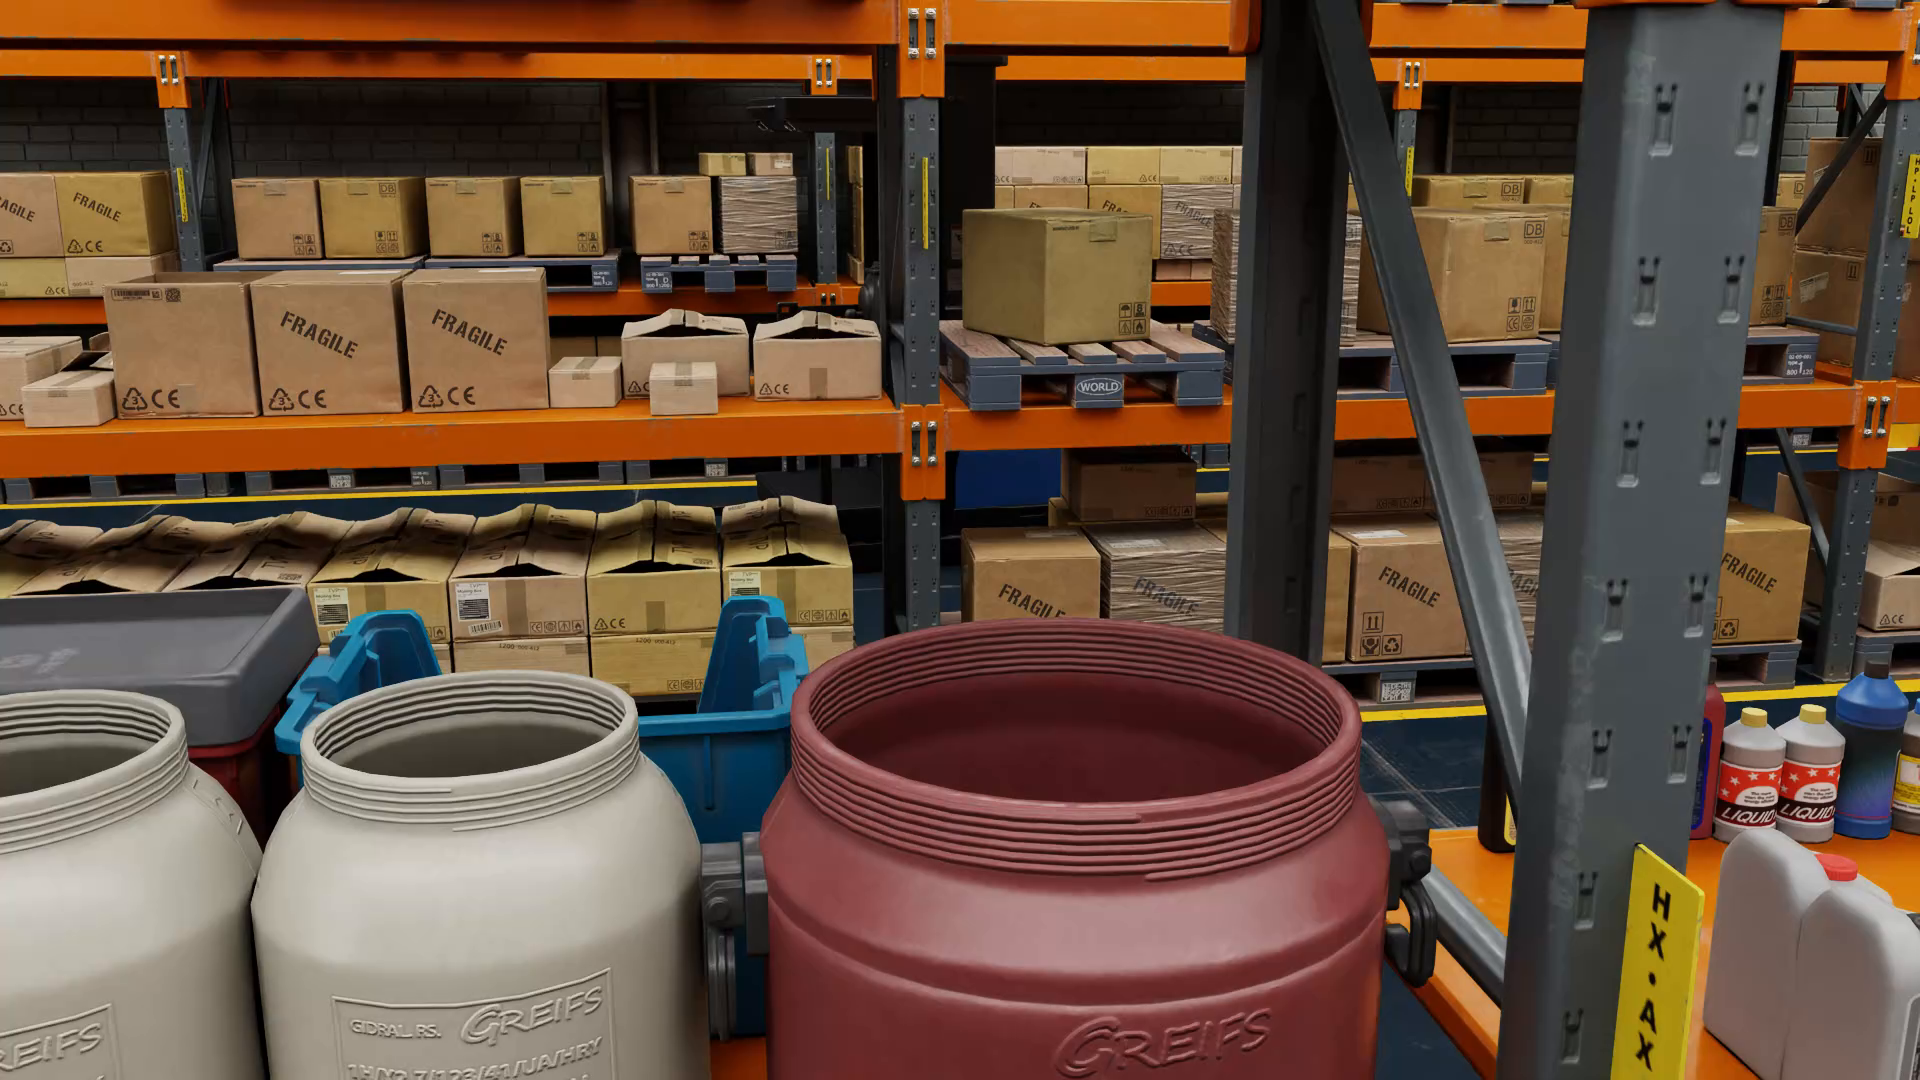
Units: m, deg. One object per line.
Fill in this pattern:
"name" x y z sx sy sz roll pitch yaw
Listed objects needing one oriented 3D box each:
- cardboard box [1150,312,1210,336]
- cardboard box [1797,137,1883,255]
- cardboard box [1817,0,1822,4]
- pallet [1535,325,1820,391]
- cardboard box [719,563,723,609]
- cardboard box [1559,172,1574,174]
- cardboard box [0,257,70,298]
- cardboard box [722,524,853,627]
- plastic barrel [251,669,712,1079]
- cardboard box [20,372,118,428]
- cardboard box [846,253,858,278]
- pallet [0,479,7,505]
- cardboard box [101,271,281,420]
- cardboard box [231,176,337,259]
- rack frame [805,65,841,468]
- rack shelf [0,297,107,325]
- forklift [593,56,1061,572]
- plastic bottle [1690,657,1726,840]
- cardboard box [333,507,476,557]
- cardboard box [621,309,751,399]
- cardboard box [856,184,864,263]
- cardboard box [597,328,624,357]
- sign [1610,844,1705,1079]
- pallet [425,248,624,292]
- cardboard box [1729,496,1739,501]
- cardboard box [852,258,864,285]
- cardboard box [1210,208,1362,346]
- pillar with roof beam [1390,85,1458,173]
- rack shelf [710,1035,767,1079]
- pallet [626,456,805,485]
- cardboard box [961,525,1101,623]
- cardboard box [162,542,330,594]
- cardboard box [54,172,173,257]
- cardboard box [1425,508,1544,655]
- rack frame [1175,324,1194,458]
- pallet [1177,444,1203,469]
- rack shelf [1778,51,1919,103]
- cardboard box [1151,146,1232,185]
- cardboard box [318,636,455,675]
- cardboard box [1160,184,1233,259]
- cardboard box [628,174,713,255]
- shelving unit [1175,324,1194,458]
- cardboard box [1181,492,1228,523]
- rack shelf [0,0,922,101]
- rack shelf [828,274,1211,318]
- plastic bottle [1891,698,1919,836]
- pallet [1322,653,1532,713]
"cardboard box" 1.499 -1.215 11.956 0.750 0.750 0.750 -2 14 -7
"cardboard box" 4.204 -1.564 7.533 0.500 0.500 0.500 -2 14 -8
"cardboard box" 5.757 -3.812 11.827 0.500 0.250 0.500 -3 14 -10
"pallet" 2.936 -0.855 7.358 1.213 0.211 1.003 -2 14 -8
"cardboard box" -1.272 0.291 7.183 0.500 0.250 0.500 -3 14 -10
"cardboard box" 4.980 -2.357 12.337 0.700 0.700 0.980 -3 14 -11
"cardboard box" -5.827 -1.683 10.532 0.500 0.250 0.500 -2 14 -8
"cardboard box" -0.695 0.131 6.670 0.500 0.311 0.500 -2 14 -7
"plastic barrel" -0.464 0.421 1.649 0.421 0.512 0.421 0 14 0
"cardboard box" -3.262 -0.522 6.152 0.250 0.149 0.380 -2 14 -8
"cardboard box" -0.671 -1.958 11.839 0.250 0.149 0.380 -2 14 -7
"pallet" -6.778 -0.422 10.969 1.213 0.211 1.003 -2 14 -8
"cardboard box" -2.886 -0.752 6.348 0.500 0.500 0.500 -1 14 -4
"cardboard box" -4.402 -2.124 10.915 0.500 0.500 0.700 -2 14 -8
"rack frame" -0.955 -1.997 11.518 0.127 3.000 1.000 -2 14 -8
"rack shelf" -6.888 -1.431 10.738 4.000 0.370 1.077 -2 14 -8
"forklift" -0.604 -1.379 9.193 3.031 2.935 1.130 -4 15 -16
"plastic bottle" 1.086 0.317 2.531 0.133 0.283 0.061 -2 14 -8
"cardboard box" -2.306 0.059 6.958 0.500 0.311 0.500 -2 14 -9
"cardboard box" -1.127 -0.776 6.835 0.500 0.311 0.500 -2 14 -9
"cardboard box" -0.436 -2.155 11.292 0.500 0.500 0.500 -2 14 -7
"cardboard box" -2.232 -1.317 11.501 0.500 0.250 0.500 -2 14 -7
"sign" 0.610 0.439 1.469 0.005 0.325 0.100 -2 14 -8
"pallet" -2.906 -1.822 11.216 1.213 0.211 1.003 -2 14 -8
"cardboard box" 3.227 0.008 7.760 0.500 0.500 0.500 -3 14 -11
"cardboard box" -0.595 -1.841 11.371 0.250 0.149 0.380 -2 14 -9
"cardboard box" 1.325 -1.095 6.852 0.500 0.500 0.700 1 14 2
"pillar with roof beam" 4.205 -4.250 8.168 0.400 9.000 9.100 -2 14 -8
"rack shelf" -1.457 0.808 1.814 4.000 0.370 1.077 -2 14 -8
"pallet" -1.728 -0.616 11.746 1.213 0.211 1.003 -2 14 -8
"cardboard box" 0.279 0.246 6.809 0.500 0.500 0.500 -1 14 -6
"cardboard box" -2.715 0.207 6.368 0.500 0.311 0.500 -3 14 -10
"cardboard box" -5.332 -2.061 10.500 0.500 0.500 0.500 -2 14 -8
"cardboard box" 2.311 0.169 7.114 0.500 0.500 0.500 -2 14 -8
"rack frame" 1.336 -0.680 9.967 0.015 1.200 0.240 -4 15 -16
"pallet" 1.040 -0.698 12.072 1.213 0.211 1.003 -2 14 -8
"rack shelf" 5.720 -2.129 7.357 4.000 0.370 1.077 -2 14 -8
"cardboard box" 1.565 -2.595 11.503 0.500 0.250 0.500 -2 14 -7
"cardboard box" -2.212 0.459 6.516 0.500 0.250 0.500 -2 14 -7
"cardboard box" 1.580 -2.230 11.589 0.500 0.500 0.500 -2 14 -8
"cardboard box" -1.967 -2.213 11.268 0.500 0.500 0.700 -3 14 -14
"shelving unit" 1.102 -0.663 9.900 0.503 1.200 0.258 -4 15 -16
"cardboard box" 1.188 0.085 7.452 0.500 0.500 0.500 -3 14 -10
"rack shelf" -2.191 -1.839 6.201 4.000 0.370 1.077 -2 14 -8
"rack shelf" 1.023 -1.720 11.894 4.000 0.370 1.077 -2 14 -8
"plastic bottle" 1.491 0.347 2.582 0.097 0.201 0.097 0 14 0
"pallet" 1.734 0.486 7.351 1.213 0.211 1.003 -2 14 -8
